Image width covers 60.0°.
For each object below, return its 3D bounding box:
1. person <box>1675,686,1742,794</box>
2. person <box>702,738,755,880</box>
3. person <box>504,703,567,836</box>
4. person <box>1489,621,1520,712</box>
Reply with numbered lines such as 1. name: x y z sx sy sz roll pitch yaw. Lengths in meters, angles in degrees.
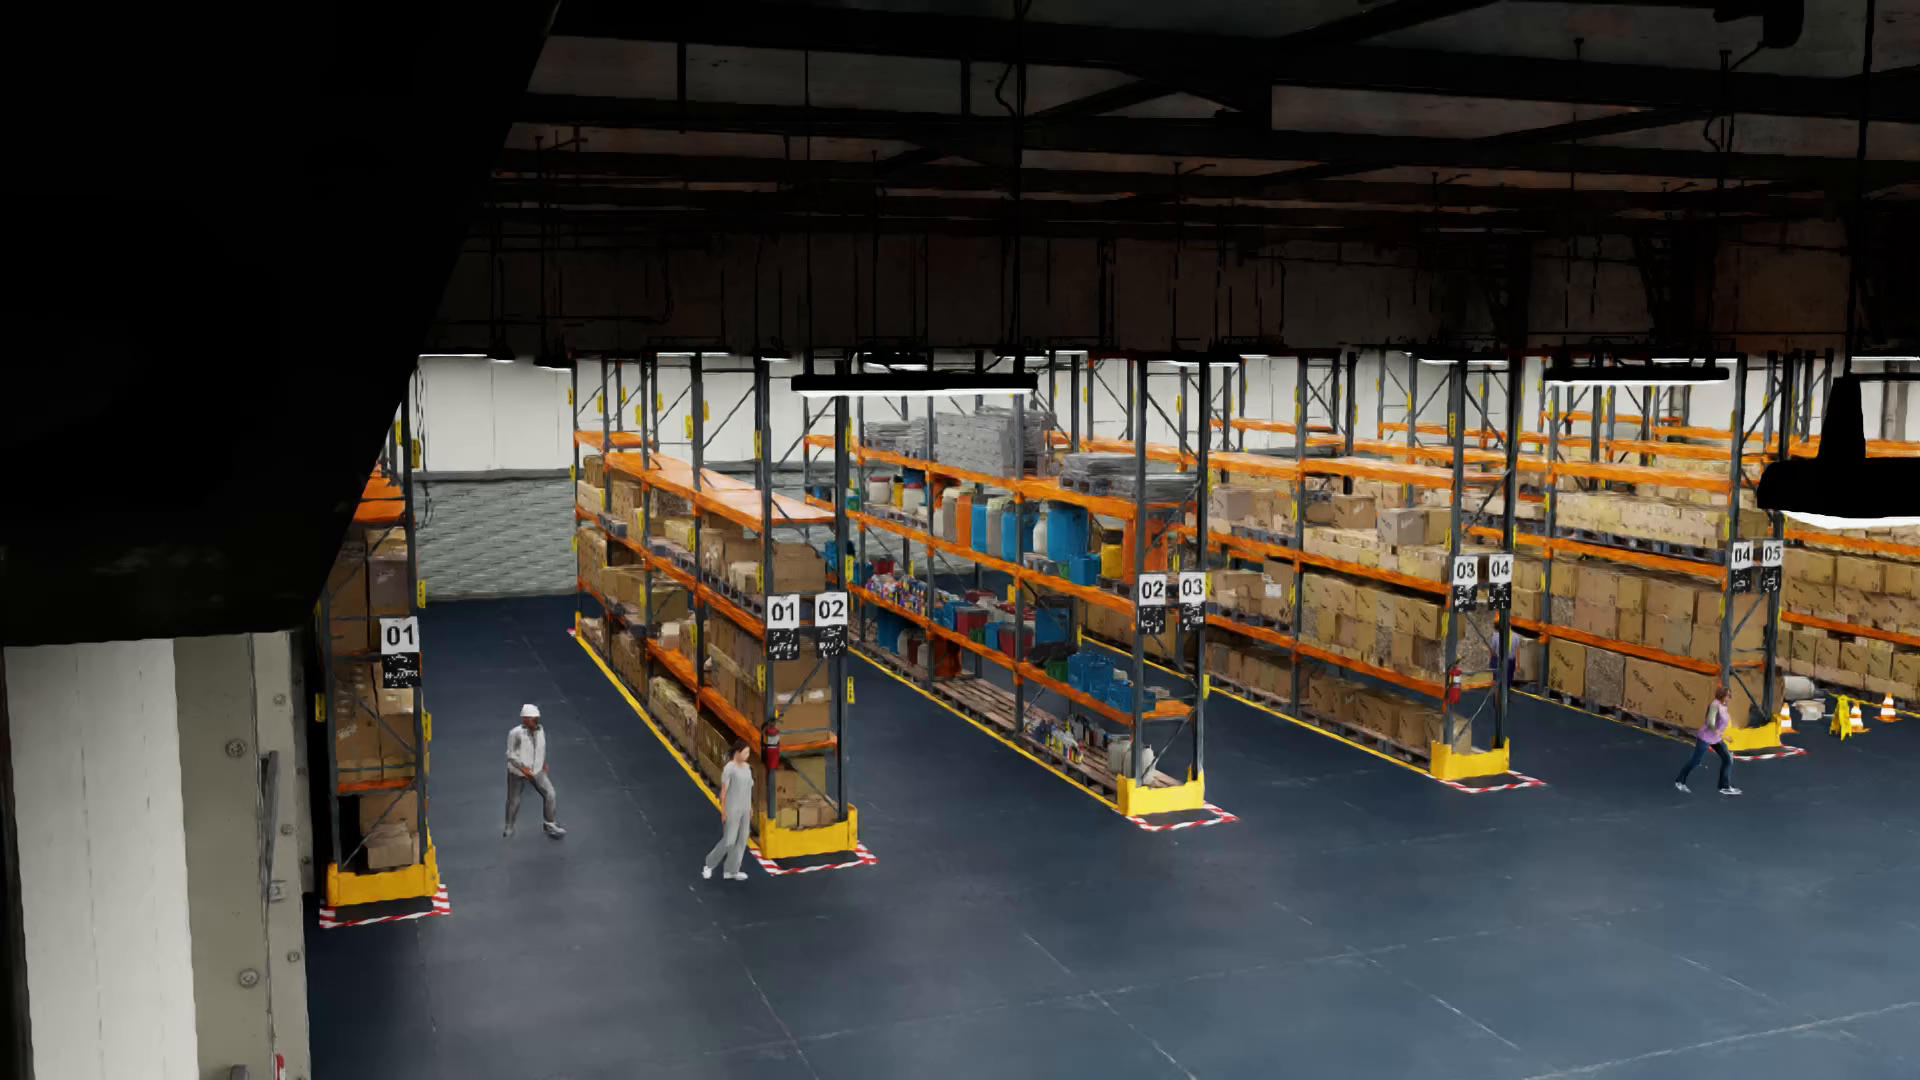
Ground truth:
1. person: 10.304 2.728 22.850 0.561 1.525 0.788 -6 9 -38
2. person: -2.694 3.128 19.269 0.499 1.657 0.642 4 8 32
3. person: -5.435 2.880 20.897 0.654 1.717 0.765 -7 10 -43
4. person: 9.168 2.069 28.048 0.534 1.569 0.938 0 7 0
